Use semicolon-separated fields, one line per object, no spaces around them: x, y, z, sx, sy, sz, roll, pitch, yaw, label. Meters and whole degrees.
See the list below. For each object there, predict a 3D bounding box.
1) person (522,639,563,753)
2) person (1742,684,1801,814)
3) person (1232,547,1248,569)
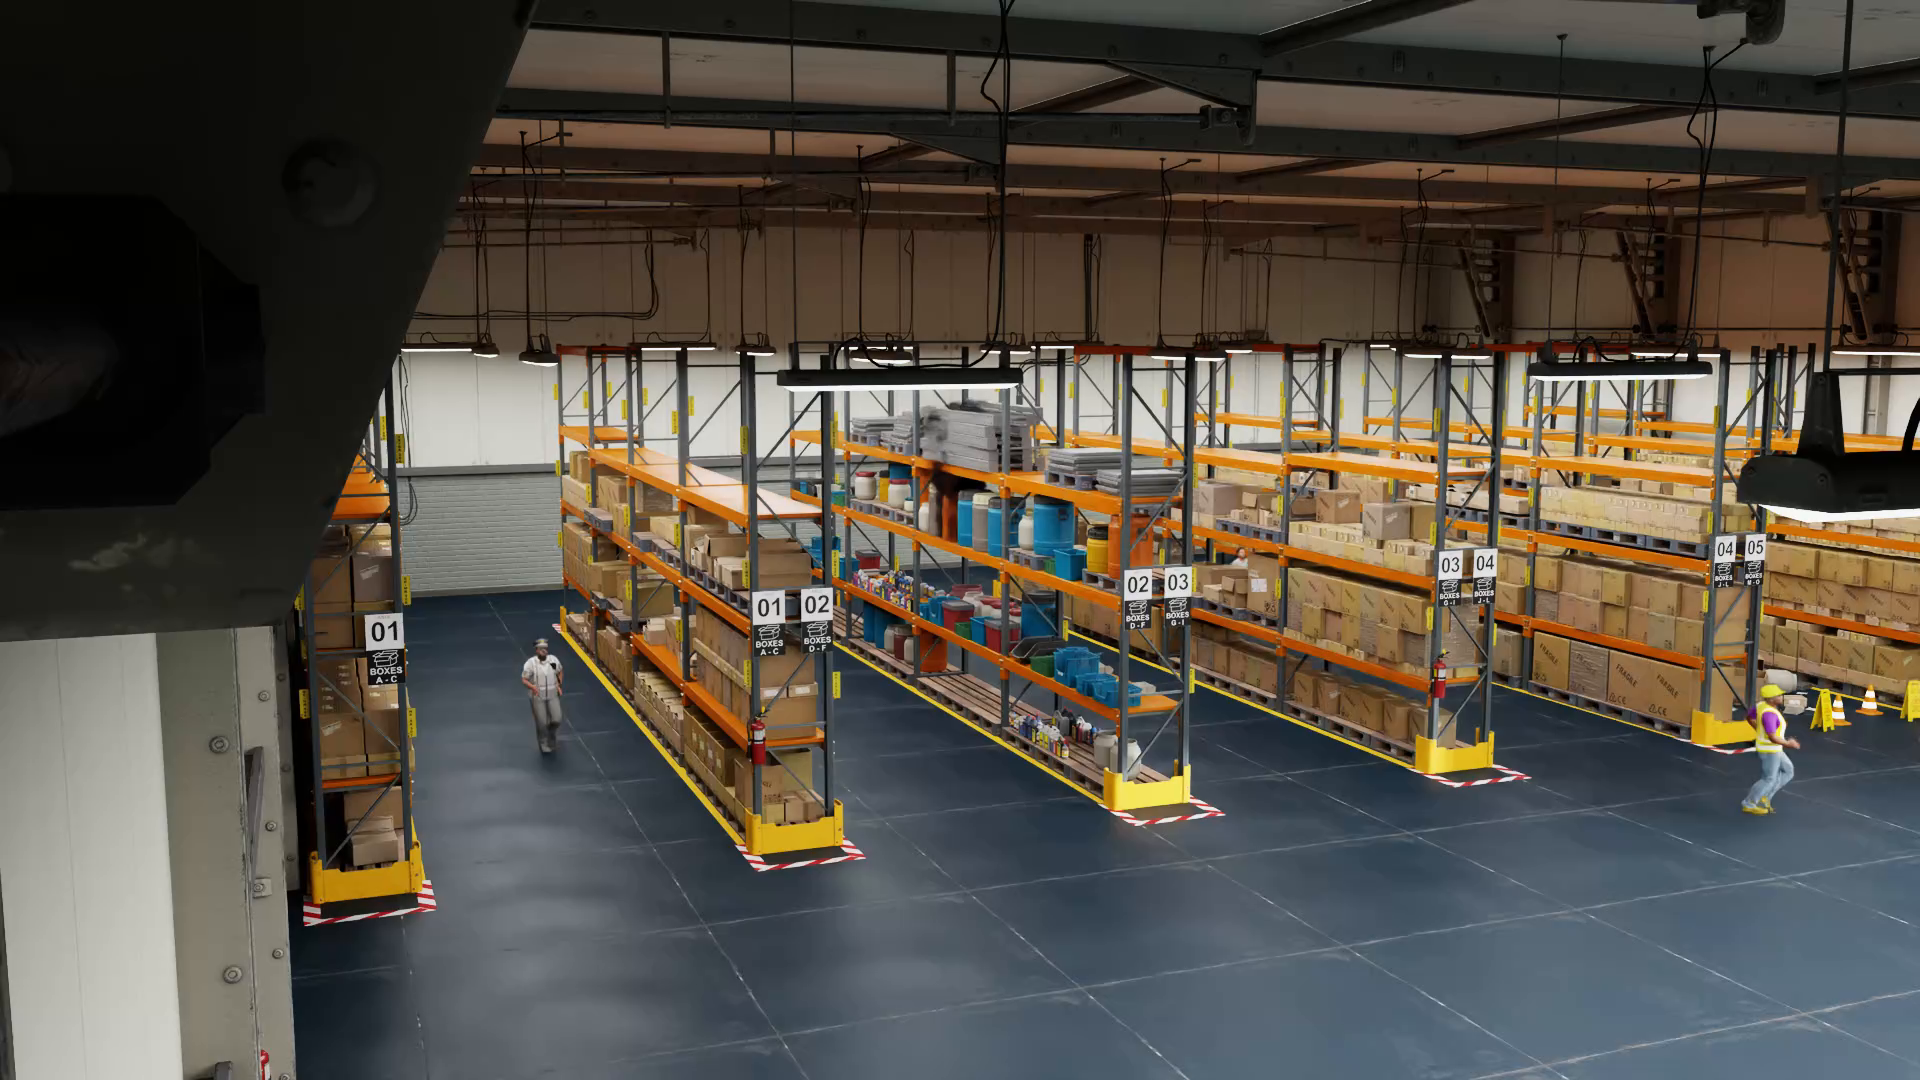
-6.179;2.324;24.778;0.638;1.731;0.586;-4;8;-27;person
10.576;2.726;21.668;0.639;1.729;0.712;2;8;19;person
6.068;0.981;35.760;0.569;1.684;0.681;-2;8;-17;person
